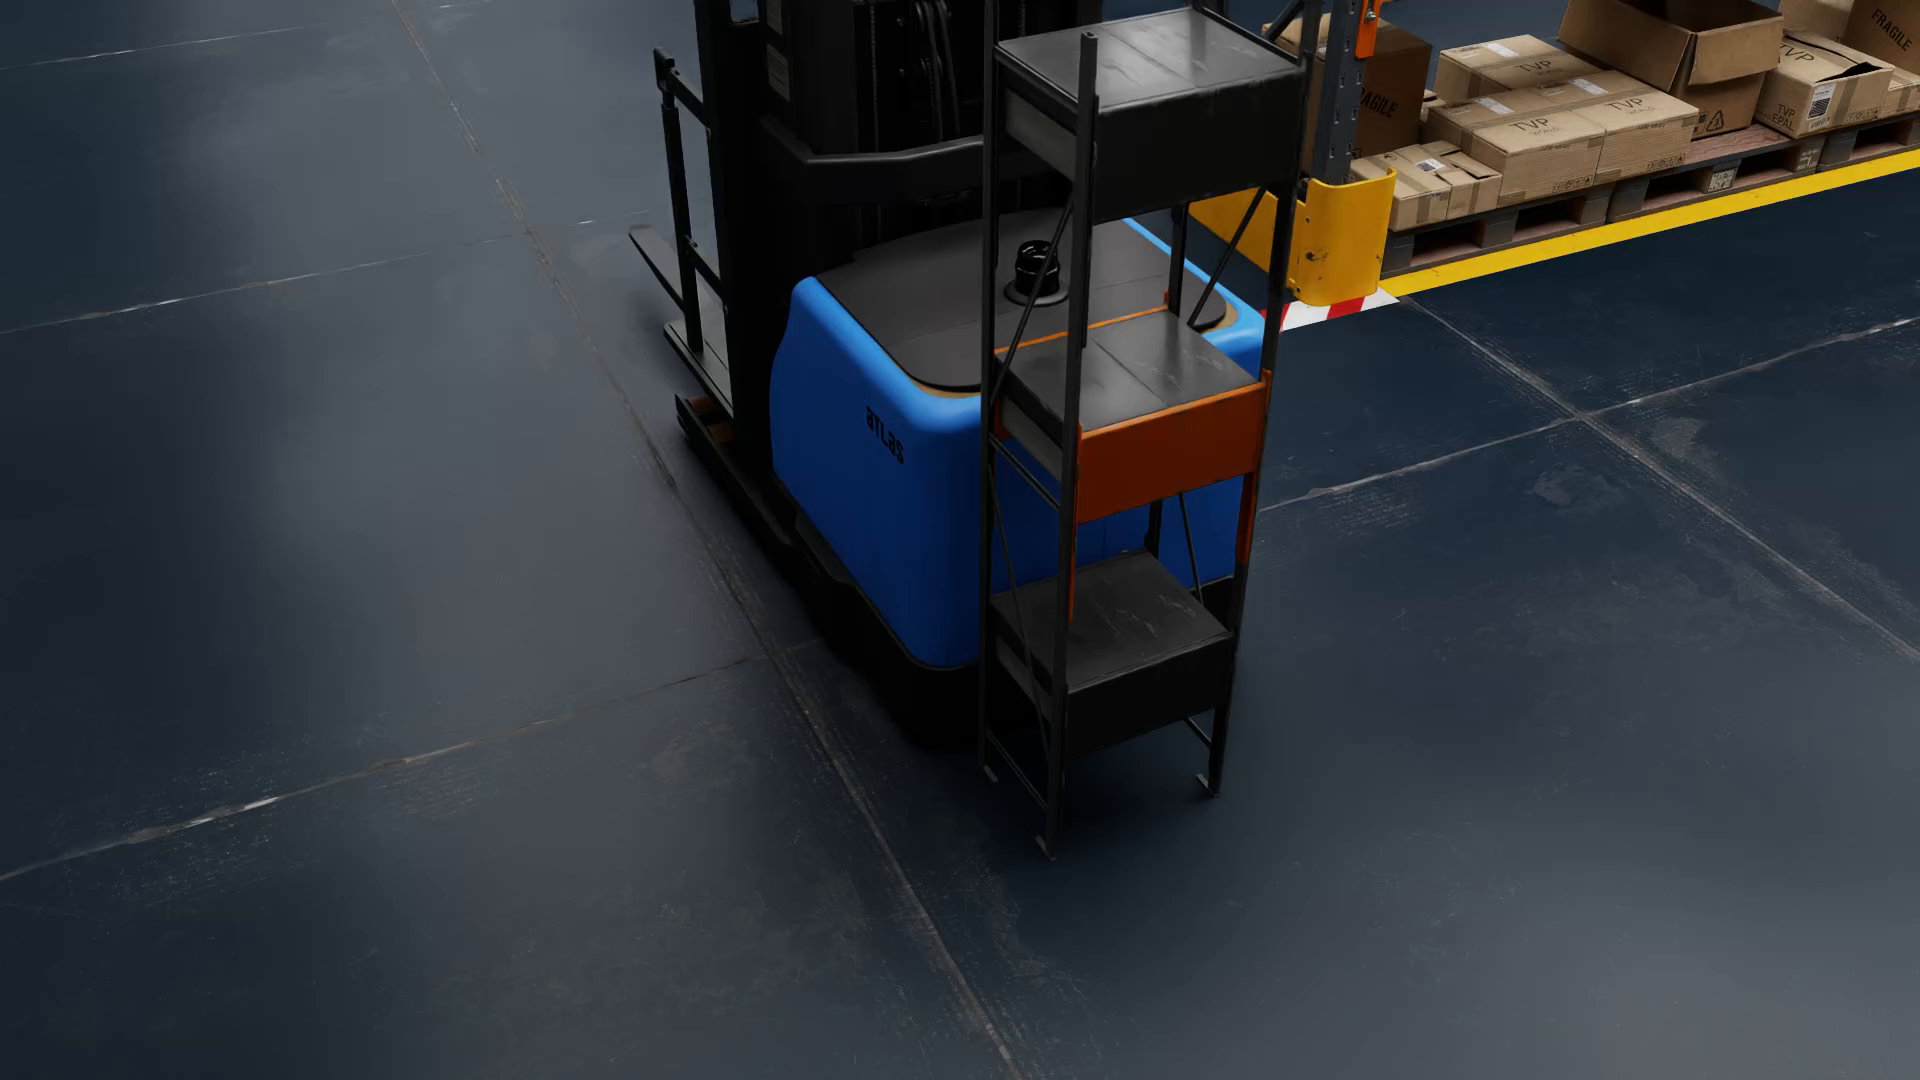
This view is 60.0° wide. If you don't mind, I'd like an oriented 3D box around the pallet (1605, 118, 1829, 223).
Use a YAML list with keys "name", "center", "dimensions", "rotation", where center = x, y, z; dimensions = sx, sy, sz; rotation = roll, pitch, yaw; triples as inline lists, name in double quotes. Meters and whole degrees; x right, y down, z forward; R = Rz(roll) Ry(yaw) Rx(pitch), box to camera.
- name: "pallet"
  center: [3.097, -1.847, 7.563]
  dimensions: [1.213, 0.211, 1.003]
  rotation: [-16, 39, -20]

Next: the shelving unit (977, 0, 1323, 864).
- name: "shelving unit"
  center: [0.362, -0.208, 3.768]
  dimensions: [0.503, 2.100, 0.431]
  rotation: [-17, 40, -21]

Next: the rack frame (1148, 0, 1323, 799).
- name: "rack frame"
  center: [0.579, -0.275, 3.858]
  dimensions: [0.015, 2.100, 0.400]
  rotation: [-17, 40, -21]

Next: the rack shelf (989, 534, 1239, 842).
- name: "rack shelf"
  center: [0.362, 0.365, 4.193]
  dimensions: [0.480, 0.518, 0.431]
  rotation: [-17, 40, -21]

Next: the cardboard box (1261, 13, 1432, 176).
- name: "cardboard box"
  center: [1.592, -1.882, 6.999]
  dimensions: [0.500, 0.500, 0.500]
  rotation: [-16, 39, -20]

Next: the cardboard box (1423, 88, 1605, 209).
- name: "cardboard box"
  center: [2.270, -1.622, 6.858]
  dimensions: [0.500, 0.250, 0.500]
  rotation: [-16, 39, -20]

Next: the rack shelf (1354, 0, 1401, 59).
- name: "rack shelf"
  center: [3.015, -2.656, 6.917]
  dimensions: [4.000, 0.370, 1.077]
  rotation: [-16, 39, -20]

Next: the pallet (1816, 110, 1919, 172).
- name: "pallet"
  center: [4.203, -2.158, 7.983]
  dimensions: [1.213, 0.211, 1.003]
  rotation: [-16, 39, -20]

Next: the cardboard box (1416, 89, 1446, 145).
- name: "cardboard box"
  center: [1.997, -1.802, 7.171]
  dimensions: [0.250, 0.166, 0.380]
  rotation: [-16, 39, -20]

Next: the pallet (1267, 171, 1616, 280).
- name: "pallet"
  center: [1.994, -1.540, 7.150]
  dimensions: [1.213, 0.211, 1.003]
  rotation: [-16, 39, -20]

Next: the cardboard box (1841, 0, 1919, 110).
- name: "cardboard box"
  center: [4.430, -2.327, 7.598]
  dimensions: [0.500, 0.500, 0.500]
  rotation: [-16, 39, -20]

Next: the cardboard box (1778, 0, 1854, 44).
- name: "cardboard box"
  center: [4.353, -2.559, 8.069]
  dimensions: [0.500, 0.311, 0.500]
  rotation: [-16, 39, -20]

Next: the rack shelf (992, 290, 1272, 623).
- name: "rack shelf"
  center: [0.362, -0.197, 3.776]
  dimensions: [0.480, 0.518, 0.431]
  rotation: [-17, 40, -21]

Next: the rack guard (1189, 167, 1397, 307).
- name: "rack guard"
  center: [1.273, -1.454, 6.791]
  dimensions: [0.348, 0.500, 1.175]
  rotation: [-16, 39, -20]

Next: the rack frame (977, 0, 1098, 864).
- name: "rack frame"
  center: [0.145, -0.142, 3.679]
  dimensions: [0.015, 2.100, 0.400]
  rotation: [-17, 40, -21]

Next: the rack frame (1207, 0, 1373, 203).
- name: "rack frame"
  center: [1.204, -2.439, 6.020]
  dimensions: [0.127, 3.000, 1.000]
  rotation: [-16, 39, -20]

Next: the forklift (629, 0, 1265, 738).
- name: "forklift"
  center: [-0.312, -1.515, 4.832]
  dimensions: [1.130, 2.935, 3.031]
  rotation: [-17, 40, -21]

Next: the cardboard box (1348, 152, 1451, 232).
- name: "cardboard box"
  center: [1.729, -1.391, 6.632]
  dimensions: [0.250, 0.149, 0.380]
  rotation: [-16, 39, -20]

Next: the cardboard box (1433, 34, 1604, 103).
- name: "cardboard box"
  center: [2.465, -2.006, 7.375]
  dimensions: [0.500, 0.250, 0.500]
  rotation: [-16, 39, -20]

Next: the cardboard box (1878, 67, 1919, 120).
- name: "cardboard box"
  center: [4.116, -2.059, 7.531]
  dimensions: [0.250, 0.149, 0.380]
  rotation: [-16, 39, -20]

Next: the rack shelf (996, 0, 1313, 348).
- name: "rack shelf"
  center: [0.362, -0.760, 3.359]
  dimensions: [0.480, 0.518, 0.431]
  rotation: [-17, 40, -21]

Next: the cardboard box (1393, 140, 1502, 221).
- name: "cardboard box"
  center: [1.956, -1.462, 6.712]
  dimensions: [0.250, 0.166, 0.380]
  rotation: [-16, 39, -20]

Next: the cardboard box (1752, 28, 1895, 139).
- name: "cardboard box"
  center: [3.751, -2.061, 7.399]
  dimensions: [0.500, 0.311, 0.500]
  rotation: [-16, 39, -20]

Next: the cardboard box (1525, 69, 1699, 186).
- name: "cardboard box"
  center: [2.722, -1.749, 7.029]
  dimensions: [0.500, 0.250, 0.500]
  rotation: [-16, 39, -20]

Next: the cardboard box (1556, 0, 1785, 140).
- name: "cardboard box"
  center: [3.127, -2.147, 7.353]
  dimensions: [0.637, 0.503, 0.797]
  rotation: [-16, 39, -20]
